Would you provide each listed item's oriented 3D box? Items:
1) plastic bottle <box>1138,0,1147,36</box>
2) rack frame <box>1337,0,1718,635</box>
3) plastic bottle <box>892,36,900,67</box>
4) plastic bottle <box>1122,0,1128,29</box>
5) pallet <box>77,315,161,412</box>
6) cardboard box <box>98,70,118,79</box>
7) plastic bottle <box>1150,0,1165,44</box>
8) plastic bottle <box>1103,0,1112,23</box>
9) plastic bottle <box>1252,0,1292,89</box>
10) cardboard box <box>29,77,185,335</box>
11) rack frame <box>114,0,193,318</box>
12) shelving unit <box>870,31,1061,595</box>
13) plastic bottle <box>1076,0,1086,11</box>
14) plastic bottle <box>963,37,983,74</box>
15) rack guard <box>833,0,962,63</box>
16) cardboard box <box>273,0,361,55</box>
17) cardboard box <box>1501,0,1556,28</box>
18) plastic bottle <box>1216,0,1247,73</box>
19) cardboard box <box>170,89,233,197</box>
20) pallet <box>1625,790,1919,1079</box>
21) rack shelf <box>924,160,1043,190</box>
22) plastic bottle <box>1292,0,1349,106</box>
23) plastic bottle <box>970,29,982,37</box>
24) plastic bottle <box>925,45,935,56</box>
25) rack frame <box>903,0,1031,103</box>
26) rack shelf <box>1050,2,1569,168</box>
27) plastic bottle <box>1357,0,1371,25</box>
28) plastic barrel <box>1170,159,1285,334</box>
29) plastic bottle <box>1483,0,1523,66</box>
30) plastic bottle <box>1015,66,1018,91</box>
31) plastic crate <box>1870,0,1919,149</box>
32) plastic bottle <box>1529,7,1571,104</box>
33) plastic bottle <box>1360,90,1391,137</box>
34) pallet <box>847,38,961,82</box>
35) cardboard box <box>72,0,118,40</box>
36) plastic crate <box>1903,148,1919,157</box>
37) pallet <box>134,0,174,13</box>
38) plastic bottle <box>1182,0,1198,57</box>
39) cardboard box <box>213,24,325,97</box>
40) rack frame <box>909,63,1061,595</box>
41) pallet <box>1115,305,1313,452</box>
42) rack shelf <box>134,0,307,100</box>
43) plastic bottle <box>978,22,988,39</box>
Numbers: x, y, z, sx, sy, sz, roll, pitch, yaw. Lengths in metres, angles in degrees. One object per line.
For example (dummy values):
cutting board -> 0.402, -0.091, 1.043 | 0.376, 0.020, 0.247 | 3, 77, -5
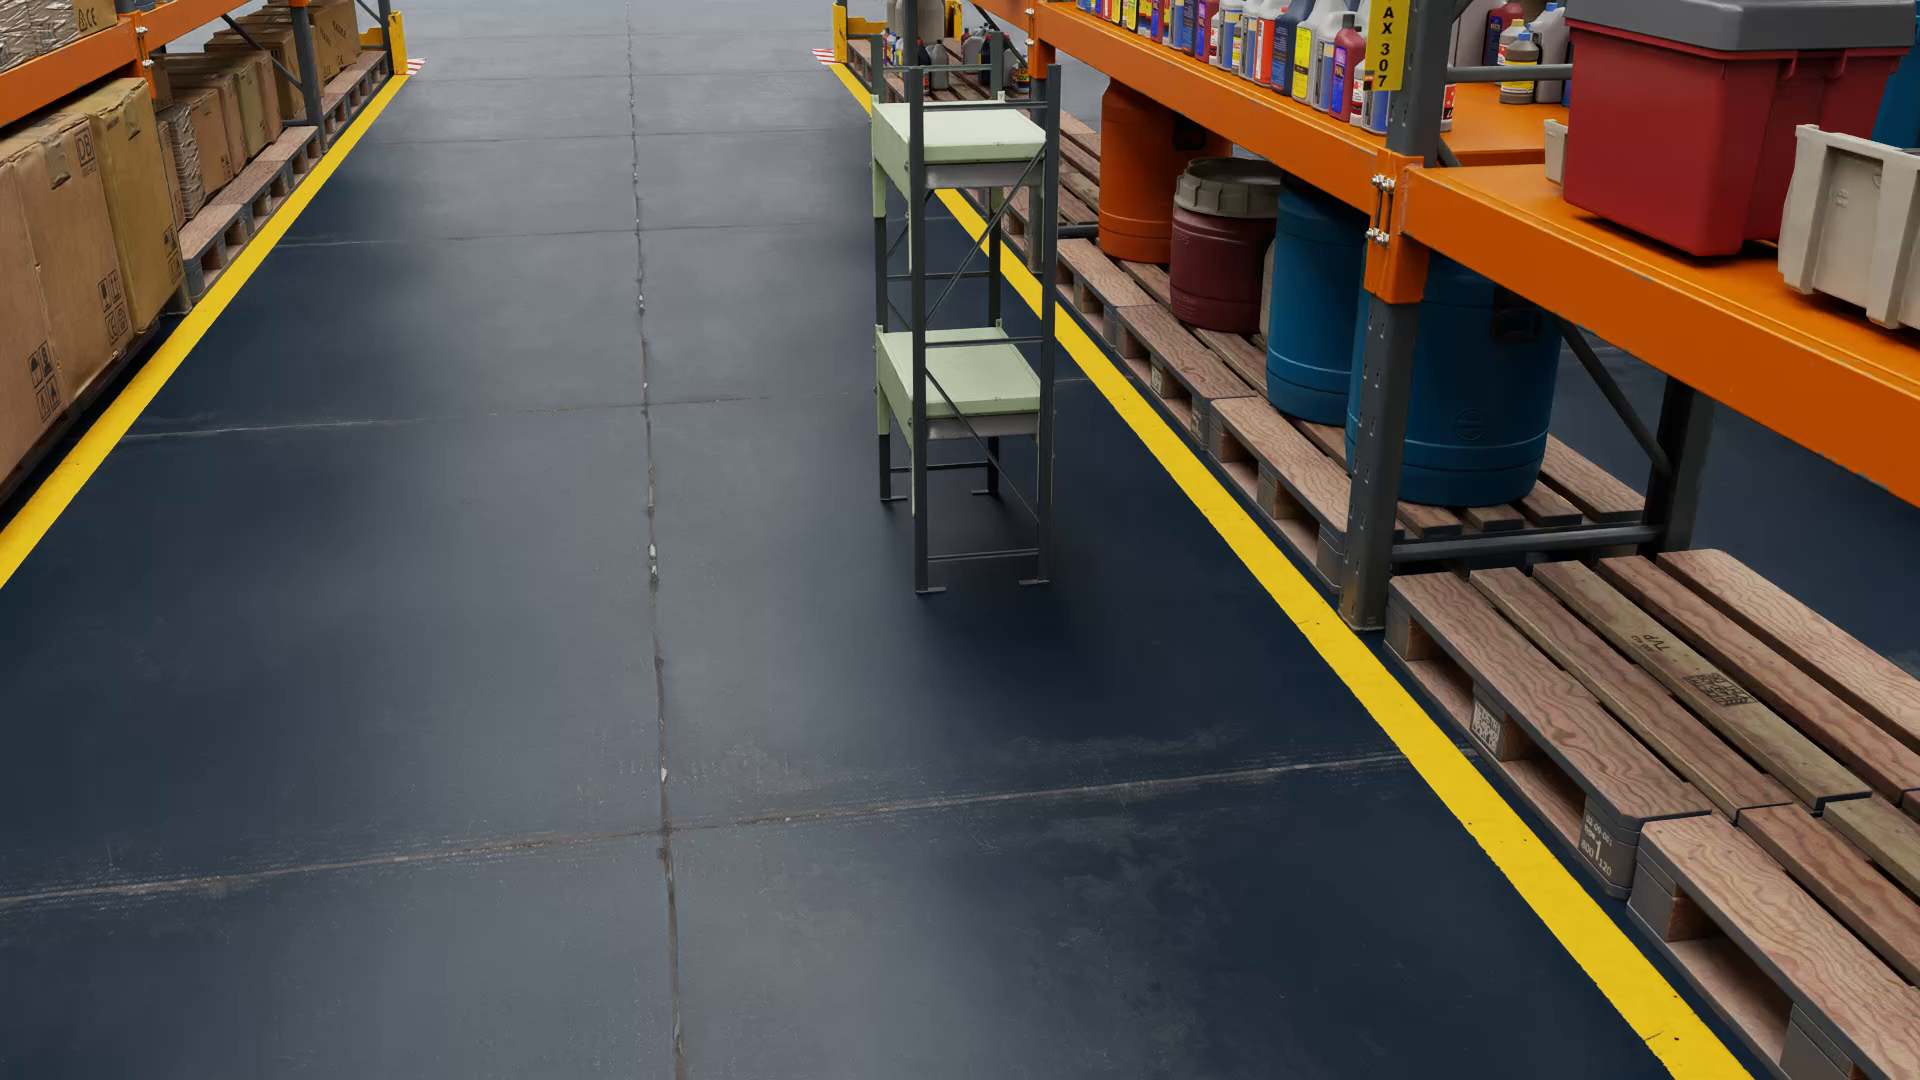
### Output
plastic bottle -> 0.751, -2.119, 6.514 | 0.097, 0.271, 0.097 | 0, 24, 0
rack frame -> 1.581, -1.171, 4.184 | 1.000, 3.000, 0.127 | -4, 24, -10
plastic bottle -> -0.490, -3.853, 13.182 | 0.097, 0.271, 0.097 | 0, 24, 0
plastic bottle -> 0.708, -2.177, 6.736 | 0.097, 0.201, 0.097 | 0, 24, 0
pallet -> -3.955, -0.784, 6.782 | 1.003, 0.211, 1.213 | -4, 24, -10
cardboard box -> -4.180, -2.039, 7.808 | 0.500, 0.250, 0.500 | -3, 24, -8
plastic bottle -> 0.772, -2.039, 6.317 | 0.061, 0.283, 0.133 | -4, 24, -10
plastic bottle -> 0.689, -2.312, 6.950 | 0.152, 0.276, 0.135 | -4, 24, -10
plastic bottle -> 1.030, -1.588, 5.292 | 0.152, 0.276, 0.135 | -4, 24, -10
cardboard box -> -3.919, -1.324, 6.663 | 1.225, 0.875, 0.875 | -5, 24, -12
rack frame -> -4.026, -2.378, 6.947 | 1.000, 3.000, 0.127 | -4, 24, -10
shelving unit -> -0.001, -0.690, 4.956 | 0.431, 1.500, 0.755 | -4, 24, -10
plastic bottle -> 0.604, -2.494, 7.367 | 0.152, 0.276, 0.135 | -4, 24, -10
plastic bottle -> 0.106, -3.840, 13.148 | 0.152, 0.276, 0.135 | -4, 24, -10
rack guard -> -0.578, -4.719, 15.431 | 1.175, 0.500, 0.348 | -4, 24, -10
cardboard box -> -5.407, -4.325, 14.003 | 0.500, 0.500, 0.500 | 0, 24, 0
cardboard box -> 4.589, -4.323, 13.374 | 0.500, 0.500, 0.500 | -4, 24, -10
plastic bottle -> 0.962, -1.732, 5.622 | 0.152, 0.276, 0.135 | -4, 24, -10
cardboard box -> -4.397, -2.136, 8.966 | 0.700, 0.500, 0.500 | -2, 24, -5
pallet -> 1.984, 0.874, 2.985 | 1.003, 0.211, 1.213 | -4, 24, -10
rack shelf -> -0.001, -1.113, 4.771 | 0.332, 0.071, 0.664 | -4, 24, -10
plastic bottle -> 1.089, -1.486, 4.966 | 0.144, 0.351, 0.185 | -4, 24, -10
plastic bottle -> 0.152, -4.054, 13.637 | 0.152, 0.276, 0.135 | -4, 24, -9
plastic bottle -> -0.195, -3.600, 12.598 | 0.152, 0.276, 0.135 | -4, 24, -10
rack frame -> 0.102, -4.318, 11.389 | 1.000, 3.000, 0.127 | -4, 24, -10
rack shelf -> 1.211, -1.718, 6.090 | 0.919, 0.124, 3.809 | -4, 24, -10
plastic bottle -> 1.231, -1.497, 4.991 | 0.144, 0.351, 0.185 | -4, 24, -10
plastic barrel -> 1.157, -1.197, 6.730 | 0.600, 0.588, 0.708 | -4, 24, -10
plastic bottle -> 1.768, -1.643, 5.410 | 0.061, 0.283, 0.133 | -4, 24, -10
plastic bottle -> 0.455, -3.435, 12.314 | 0.097, 0.201, 0.097 | 0, 24, 0
plastic crate -> 2.002, -1.033, 3.813 | 0.392, 0.384, 0.575 | -4, 24, -10
plastic bottle -> 1.802, -1.469, 5.020 | 0.152, 0.276, 0.135 | -4, 24, -10
plastic bottle -> 1.190, -1.246, 4.509 | 0.152, 0.276, 0.135 | -4, 24, -10
pallet -> -0.433, -4.267, 14.756 | 1.003, 0.211, 1.213 | -4, 24, -10
cardboard box -> -3.691, -2.248, 6.525 | 0.500, 0.500, 0.500 | -4, 24, -8
plastic crate -> 6.597, -1.958, 5.624 | 10.364, 0.629, 4.185 | -4, 24, -10
pallet -> -4.263, -2.563, 7.609 | 1.213, 0.211, 1.003 | -4, 24, -10
plastic bottle -> 0.886, -1.919, 5.958 | 0.144, 0.351, 0.185 | -4, 24, -10
cardboard box -> -4.914, -3.383, 11.847 | 0.500, 0.500, 0.500 | 3, 24, 7
rack frame -> 0.066, -0.546, 4.626 | 0.400, 1.500, 0.023 | -4, 24, -10
pallet -> 1.250, -0.681, 6.545 | 1.003, 0.211, 1.213 | -4, 24, -10
rack shelf -> -4.396, -2.835, 8.892 | 1.077, 0.370, 4.000 | -4, 24, -10
plastic bottle -> 0.212, -3.968, 13.349 | 0.144, 0.351, 0.185 | -3, 24, -8
